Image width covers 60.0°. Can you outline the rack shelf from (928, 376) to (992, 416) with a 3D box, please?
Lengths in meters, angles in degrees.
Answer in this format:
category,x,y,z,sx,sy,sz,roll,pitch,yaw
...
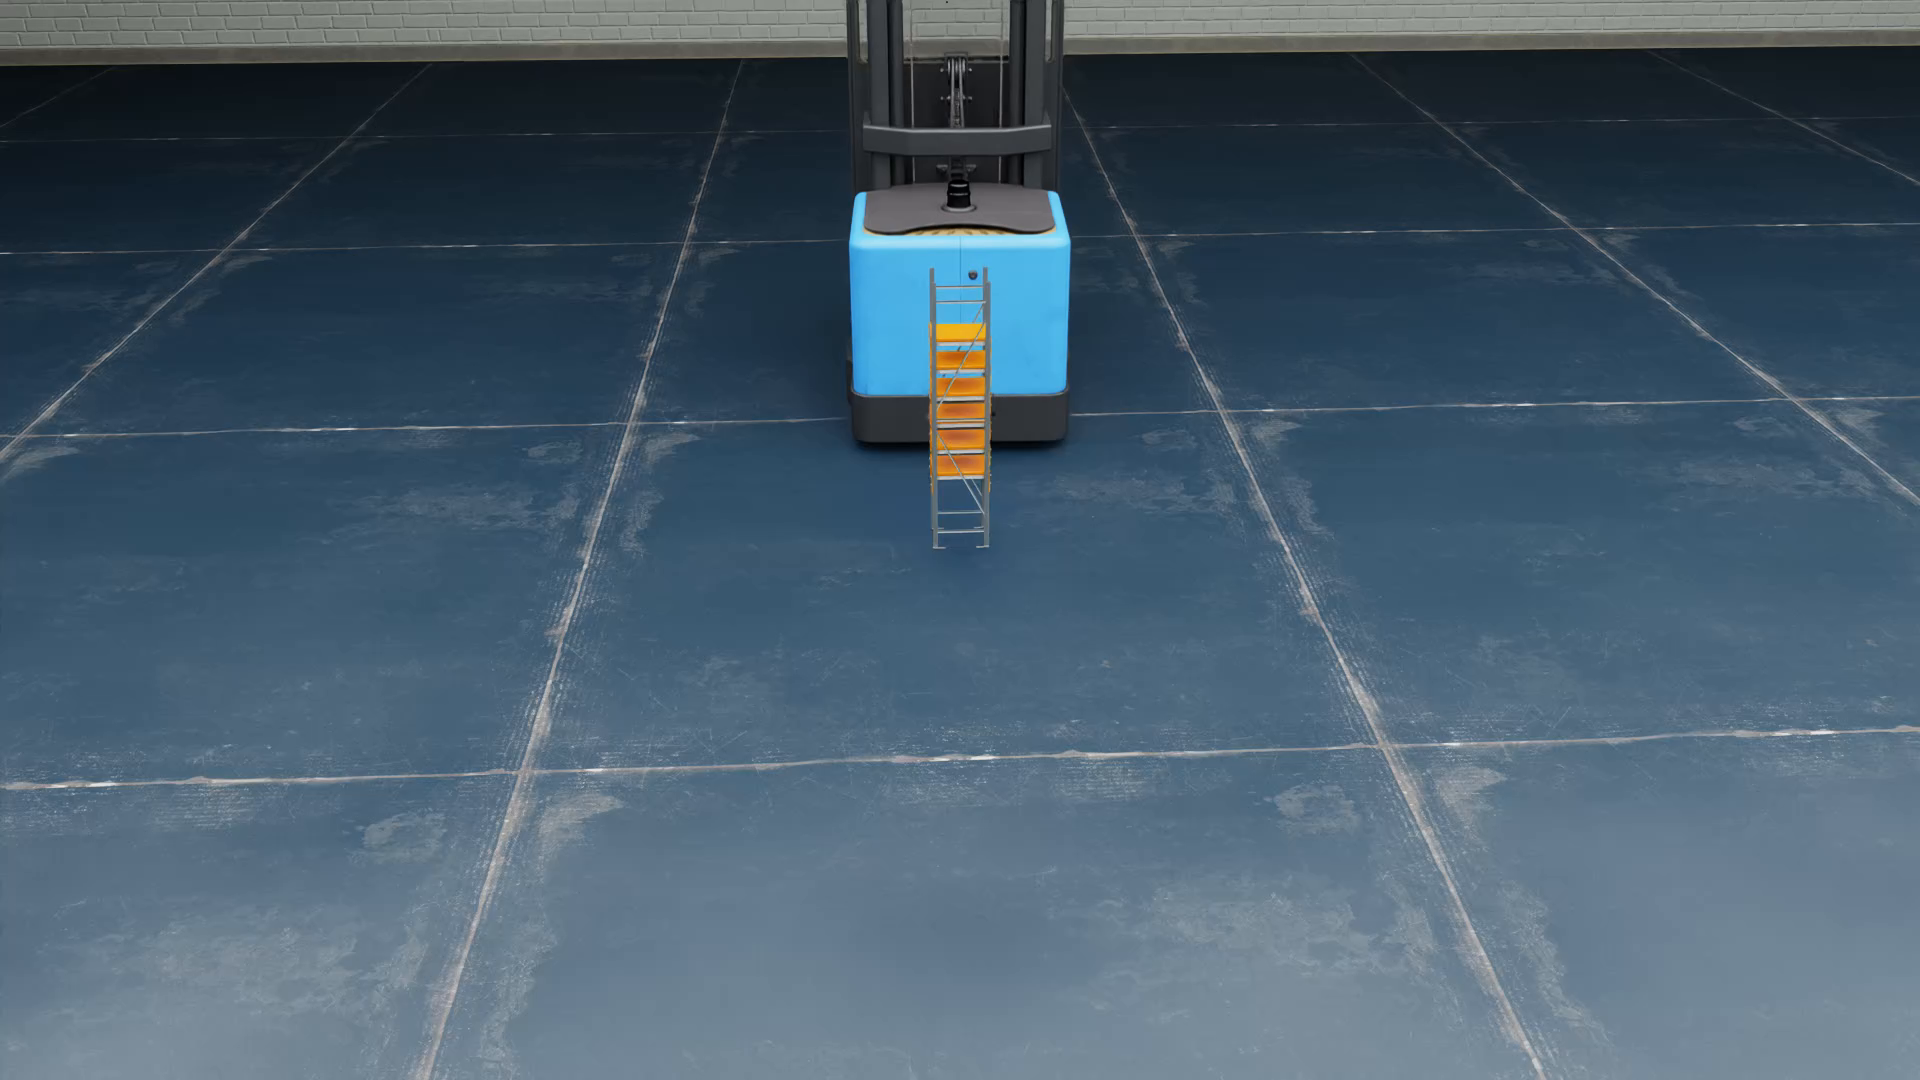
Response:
category,x,y,z,sx,sy,sz,roll,pitch,yaw
rack shelf,-0.001,-0.606,6.950,0.258,0.103,0.180,-1,28,-3

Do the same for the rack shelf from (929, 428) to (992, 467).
category,x,y,z,sx,sy,sz,roll,pitch,yaw
rack shelf,-0.001,-0.393,7.061,0.258,0.103,0.180,-1,28,-3

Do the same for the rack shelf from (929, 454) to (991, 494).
category,x,y,z,sx,sy,sz,roll,pitch,yaw
rack shelf,-0.001,-0.286,7.117,0.258,0.103,0.180,-1,28,-3

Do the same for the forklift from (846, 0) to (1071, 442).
category,x,y,z,sx,sy,sz,roll,pitch,yaw
forklift,-0.029,-2.408,8.698,1.130,2.935,3.031,-1,28,-1

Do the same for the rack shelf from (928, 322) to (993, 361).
category,x,y,z,sx,sy,sz,roll,pitch,yaw
rack shelf,-0.001,-0.818,6.839,0.258,0.103,0.180,-1,28,-3

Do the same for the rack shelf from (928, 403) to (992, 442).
category,x,y,z,sx,sy,sz,roll,pitch,yaw
rack shelf,-0.001,-0.499,7.006,0.258,0.103,0.180,-1,28,-3

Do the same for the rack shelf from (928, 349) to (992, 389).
category,x,y,z,sx,sy,sz,roll,pitch,yaw
rack shelf,-0.001,-0.712,6.895,0.258,0.103,0.180,-1,28,-3

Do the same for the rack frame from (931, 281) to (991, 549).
category,x,y,z,sx,sy,sz,roll,pitch,yaw
rack frame,0.004,-0.496,6.904,0.240,1.200,0.006,-1,28,-3

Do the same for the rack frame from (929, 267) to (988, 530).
category,x,y,z,sx,sy,sz,roll,pitch,yaw
rack frame,-0.006,-0.581,7.066,0.240,1.200,0.006,-1,28,-3

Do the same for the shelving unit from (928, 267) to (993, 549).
category,x,y,z,sx,sy,sz,roll,pitch,yaw
shelving unit,-0.001,-0.539,6.985,0.258,1.200,0.189,-1,28,-3
